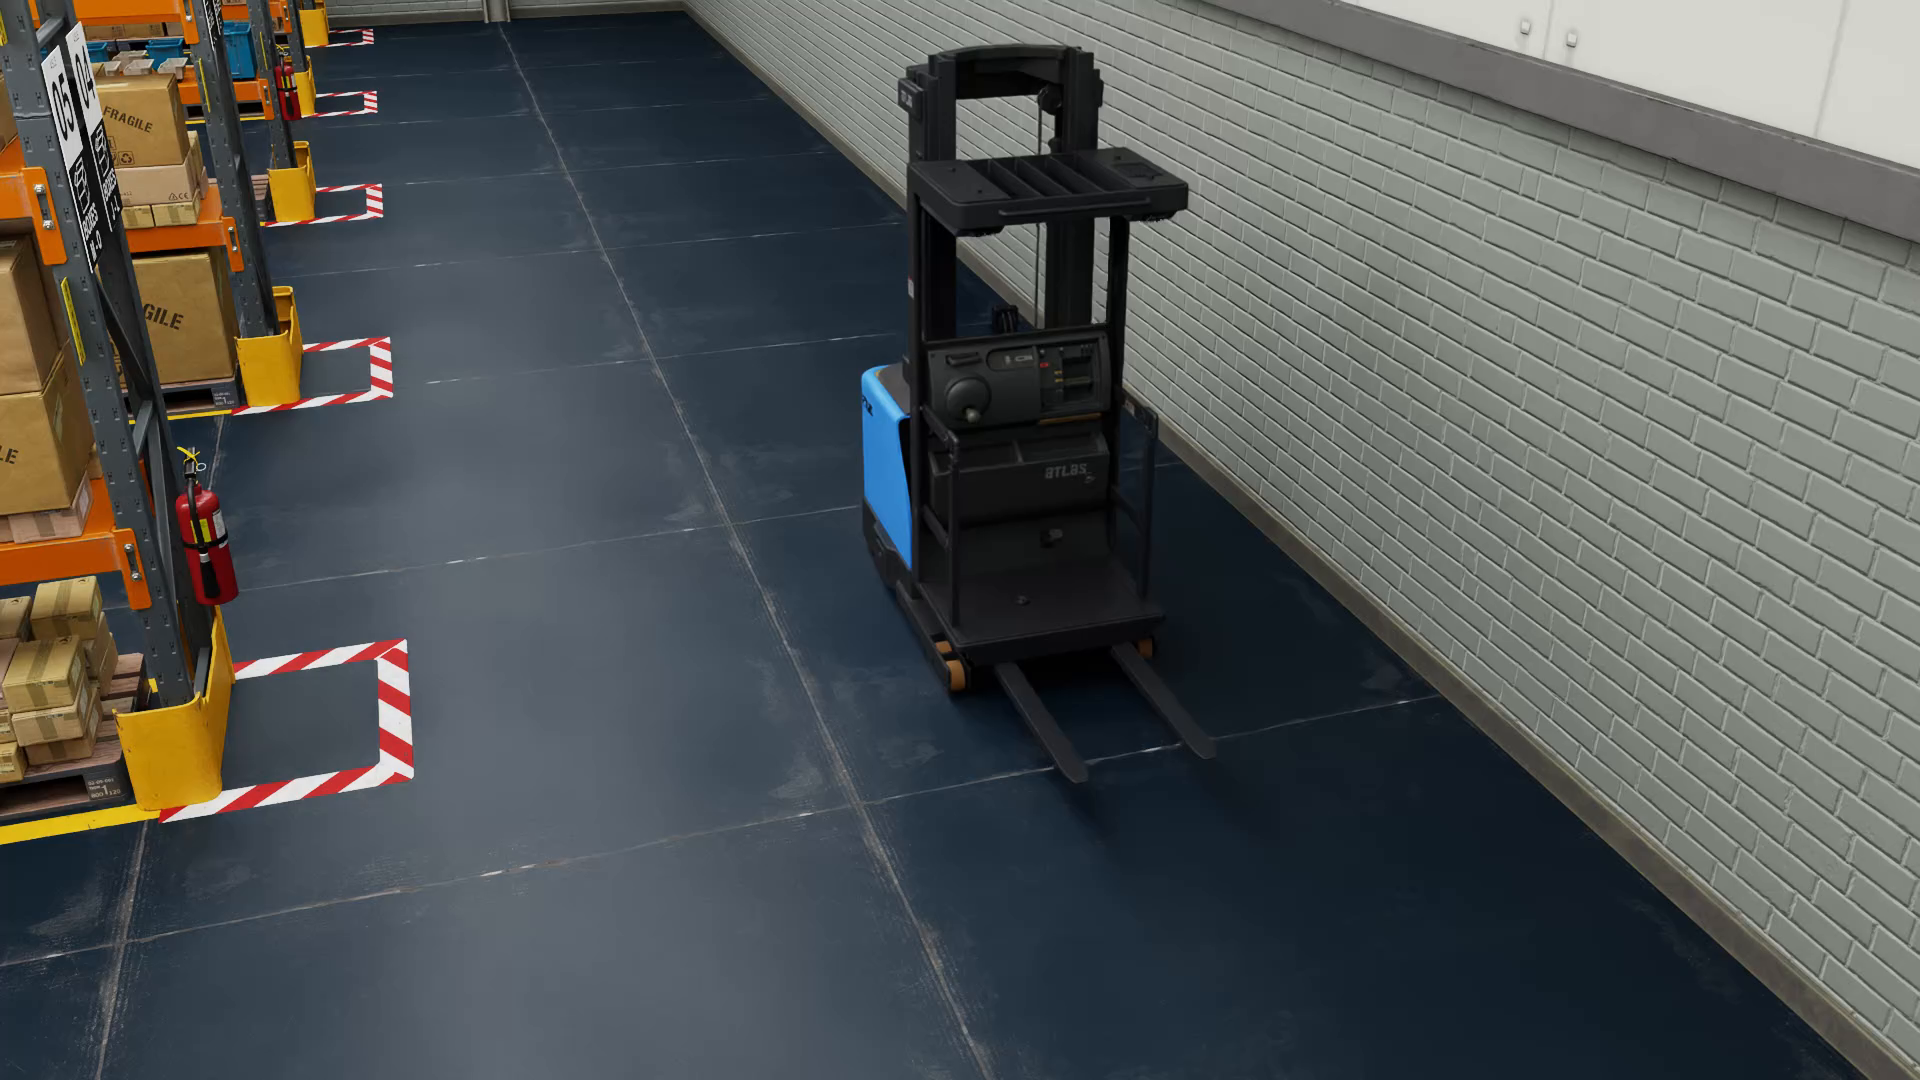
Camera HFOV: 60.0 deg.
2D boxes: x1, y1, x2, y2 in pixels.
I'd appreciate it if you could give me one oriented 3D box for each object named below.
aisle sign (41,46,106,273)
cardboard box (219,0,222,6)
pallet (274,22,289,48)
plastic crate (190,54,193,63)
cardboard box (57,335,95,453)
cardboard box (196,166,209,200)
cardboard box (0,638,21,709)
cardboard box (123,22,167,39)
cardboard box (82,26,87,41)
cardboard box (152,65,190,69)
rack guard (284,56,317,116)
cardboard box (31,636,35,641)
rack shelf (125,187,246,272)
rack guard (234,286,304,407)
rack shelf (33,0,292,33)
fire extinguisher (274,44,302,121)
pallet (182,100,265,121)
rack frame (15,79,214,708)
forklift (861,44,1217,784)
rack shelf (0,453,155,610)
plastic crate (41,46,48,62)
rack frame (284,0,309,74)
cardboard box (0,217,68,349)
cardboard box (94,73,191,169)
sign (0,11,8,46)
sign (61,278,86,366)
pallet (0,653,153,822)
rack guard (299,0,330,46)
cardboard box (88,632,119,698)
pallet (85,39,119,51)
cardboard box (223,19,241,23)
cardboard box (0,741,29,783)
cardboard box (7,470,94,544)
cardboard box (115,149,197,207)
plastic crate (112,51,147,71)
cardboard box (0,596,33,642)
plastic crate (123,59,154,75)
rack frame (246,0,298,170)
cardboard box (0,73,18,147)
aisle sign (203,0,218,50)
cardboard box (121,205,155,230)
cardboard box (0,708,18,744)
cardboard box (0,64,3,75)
[{"bbox_3d":[-3.409,-1.466,6.407,0.004,0.787,0.394,-8,28,-16],"label":"aisle sign"},{"bbox_3d":[-8.909,-6.514,19.385,0.500,0.500,0.500,-8,28,-16],"label":"cardboard box"},{"bbox_3d":[-10.349,-7.421,24.460,1.213,0.211,1.003,-8,28,-16],"label":"pallet"},{"bbox_3d":[-7.212,-4.629,15.930,0.298,0.136,0.250,-8,28,-16],"label":"plastic crate"},{"bbox_3d":[-4.084,-0.652,7.243,0.500,0.500,0.500,-7,27,-14],"label":"cardboard box"},{"bbox_3d":[-5.451,-2.508,11.711,0.250,0.149,0.380,-8,27,-16],"label":"cardboard box"},{"bbox_3d":[-4.253,0.594,7.245,0.250,0.149,0.380,-8,27,-15],"label":"cardboard box"},{"bbox_3d":[-11.706,-7.528,23.878,0.500,0.500,0.700,-8,27,-15],"label":"cardboard box"},{"bbox_3d":[-12.674,-7.390,23.601,0.500,0.500,0.700,-8,27,-15],"label":"cardboard box"},{"bbox_3d":[-9.631,-5.592,20.237,0.500,0.250,0.500,-8,28,-16],"label":"cardboard box"},{"bbox_3d":[-8.148,-5.589,20.445,0.348,0.500,1.175,-8,28,-16],"label":"rack guard"},{"bbox_3d":[-4.427,0.514,7.740,0.250,0.149,0.380,-8,28,-16],"label":"cardboard box"},{"bbox_3d":[-6.913,-1.932,11.078,4.000,0.370,1.077,-8,28,-16],"label":"rack shelf"},{"bbox_3d":[-4.988,-1.414,12.035,0.348,0.500,1.175,-8,28,-16],"label":"rack guard"},{"bbox_3d":[-9.977,-6.121,19.516,4.000,0.370,1.077,-8,28,-16],"label":"rack shelf"},{"bbox_3d":[-6.261,-4.251,15.446,0.183,0.674,0.296,-8,28,-16],"label":"fire extinguisher"},{"bbox_3d":[-8.906,-5.349,20.288,1.213,0.211,1.003,-8,28,-16],"label":"pallet"},{"bbox_3d":[-3.571,-0.419,7.220,0.127,3.000,1.000,-8,28,-16],"label":"rack frame"},{"bbox_3d":[0.362,-0.754,7.974,1.130,2.935,3.031,-8,27,-16],"label":"forklift"},{"bbox_3d":[-5.473,0.179,6.826,4.000,0.370,1.077,-8,28,-16],"label":"rack shelf"},{"bbox_3d":[-8.419,-4.458,15.478,0.300,0.233,0.416,-8,28,-16],"label":"plastic crate"},{"bbox_3d":[-8.076,-6.719,19.910,0.127,3.000,1.000,-8,28,-16],"label":"rack frame"},{"bbox_3d":[-4.081,-1.095,7.011,0.500,0.500,0.500,-8,28,-16],"label":"cardboard box"},{"bbox_3d":[-5.393,-2.754,10.914,0.500,0.500,0.500,-8,27,-15],"label":"cardboard box"},{"bbox_3d":[-3.419,-1.922,5.878,0.005,0.325,0.100,-8,28,-16],"label":"sign"},{"bbox_3d":[-3.419,-0.842,6.414,0.005,0.325,0.100,-8,28,-16],"label":"sign"},{"bbox_3d":[-4.427,0.938,7.624,1.213,0.211,1.003,-8,28,-16],"label":"pallet"},{"bbox_3d":[-9.590,-7.696,24.691,0.348,0.500,1.175,-8,28,-16],"label":"rack guard"},{"bbox_3d":[-4.169,0.607,7.888,0.250,0.149,0.380,-8,27,-15],"label":"cardboard box"},{"bbox_3d":[-12.669,-7.085,23.783,1.213,0.211,1.003,-8,28,-16],"label":"pallet"},{"bbox_3d":[-10.723,-7.674,24.173,0.500,0.500,0.700,-8,28,-16],"label":"cardboard box"},{"bbox_3d":[-4.221,0.909,7.280,0.250,0.149,0.380,-7,27,-15],"label":"cardboard box"},{"bbox_3d":[-3.794,-0.142,6.945,0.250,0.149,0.380,-8,28,-16],"label":"cardboard box"},{"bbox_3d":[-5.390,-2.417,11.079,0.500,0.250,0.500,-9,28,-17],"label":"cardboard box"},{"bbox_3d":[-7.857,-4.535,15.741,0.298,0.136,0.250,-8,28,-16],"label":"plastic crate"},{"bbox_3d":[-4.400,0.421,7.594,0.250,0.149,0.380,-8,27,-15],"label":"cardboard box"},{"bbox_3d":[-7.544,-4.310,15.288,0.243,0.136,0.396,-8,28,-16],"label":"plastic crate"},{"bbox_3d":[-6.545,-4.624,15.691,0.127,3.000,1.000,-8,28,-16],"label":"rack frame"},{"bbox_3d":[-4.077,-1.741,6.680,0.500,0.250,0.500,-7,27,-14],"label":"cardboard box"},{"bbox_3d":[-4.850,-3.577,10.659,0.004,0.787,0.394,-8,28,-16],"label":"aisle sign"},{"bbox_3d":[-5.495,-2.193,11.076,0.250,0.149,0.380,-8,27,-16],"label":"cardboard box"},{"bbox_3d":[-4.250,0.743,7.279,0.250,0.149,0.380,-9,28,-17],"label":"cardboard box"},{"bbox_3d":[-4.079,-1.967,6.572,0.500,0.250,0.500,-8,27,-15],"label":"cardboard box"}]
